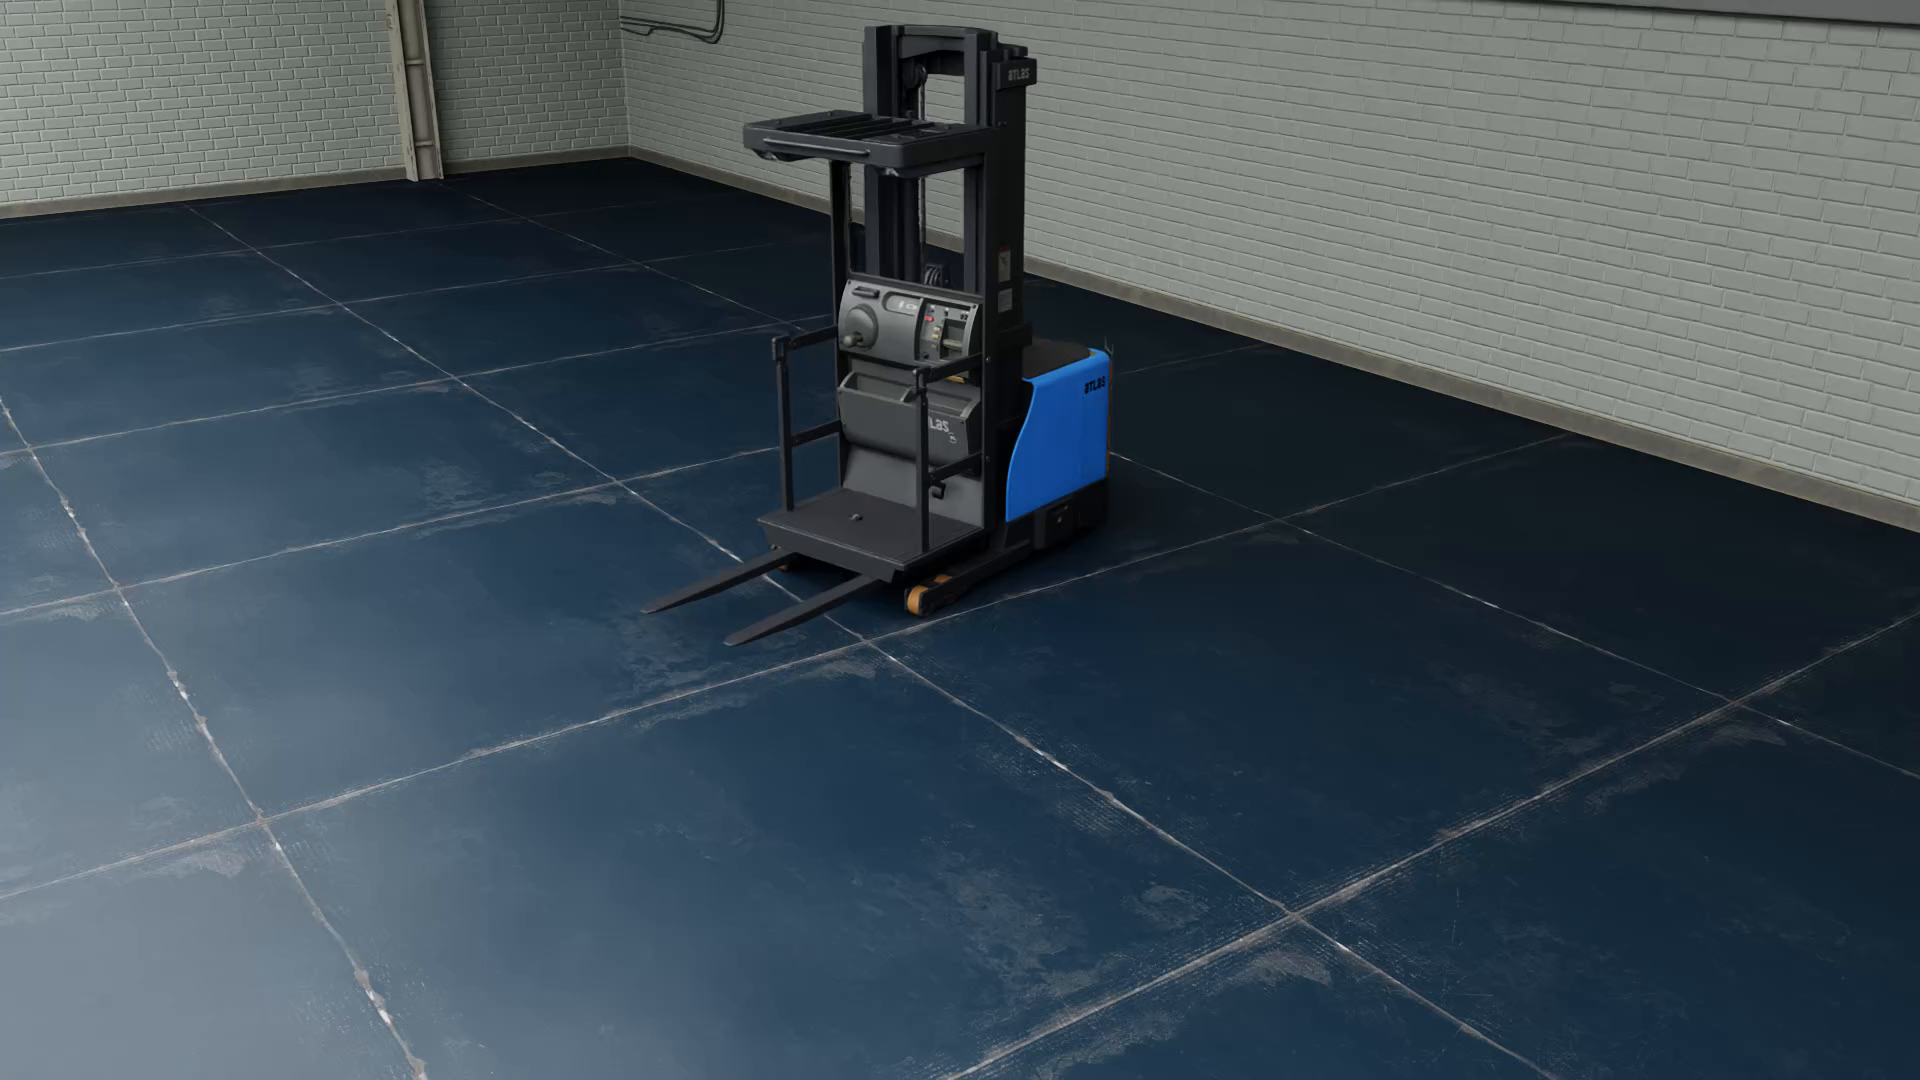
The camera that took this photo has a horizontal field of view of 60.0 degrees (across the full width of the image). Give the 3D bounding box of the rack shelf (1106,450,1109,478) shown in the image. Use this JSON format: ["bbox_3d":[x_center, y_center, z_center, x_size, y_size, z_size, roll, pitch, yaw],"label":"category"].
[{"bbox_3d":[0.792,-0.463,10.416,0.240,0.259,0.215,-3,22,-7],"label":"rack shelf"}]

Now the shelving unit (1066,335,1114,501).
[{"bbox_3d":[0.791,-0.731,10.310,0.252,1.050,0.215,-3,22,-7],"label":"shelving unit"}]

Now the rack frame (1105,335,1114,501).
[{"bbox_3d":[0.912,-0.737,10.325,0.008,1.050,0.200,-3,22,-7],"label":"rack frame"}]

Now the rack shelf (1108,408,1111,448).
[{"bbox_3d":[0.791,-0.721,10.314,0.240,0.259,0.215,-3,22,-7],"label":"rack shelf"}]

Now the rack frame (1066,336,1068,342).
[{"bbox_3d":[0.670,-0.725,10.294,0.008,1.050,0.200,-3,22,-7],"label":"rack frame"}]

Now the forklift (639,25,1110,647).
[{"bbox_3d":[-0.416,-1.159,8.847,1.130,2.935,3.031,17,27,36],"label":"forklift"}]

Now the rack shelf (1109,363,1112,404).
[{"bbox_3d":[0.790,-0.985,10.209,0.240,0.259,0.215,-3,22,-7],"label":"rack shelf"}]

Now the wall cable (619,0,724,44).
[{"bbox_3d":[-3.833,-7.711,21.267,0.112,2.526,3.097,-15,26,-33],"label":"wall cable"}]

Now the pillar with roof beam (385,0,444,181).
[{"bbox_3d":[-4.482,-7.618,16.845,0.400,9.000,9.100,-15,26,-33],"label":"pillar with roof beam"}]
